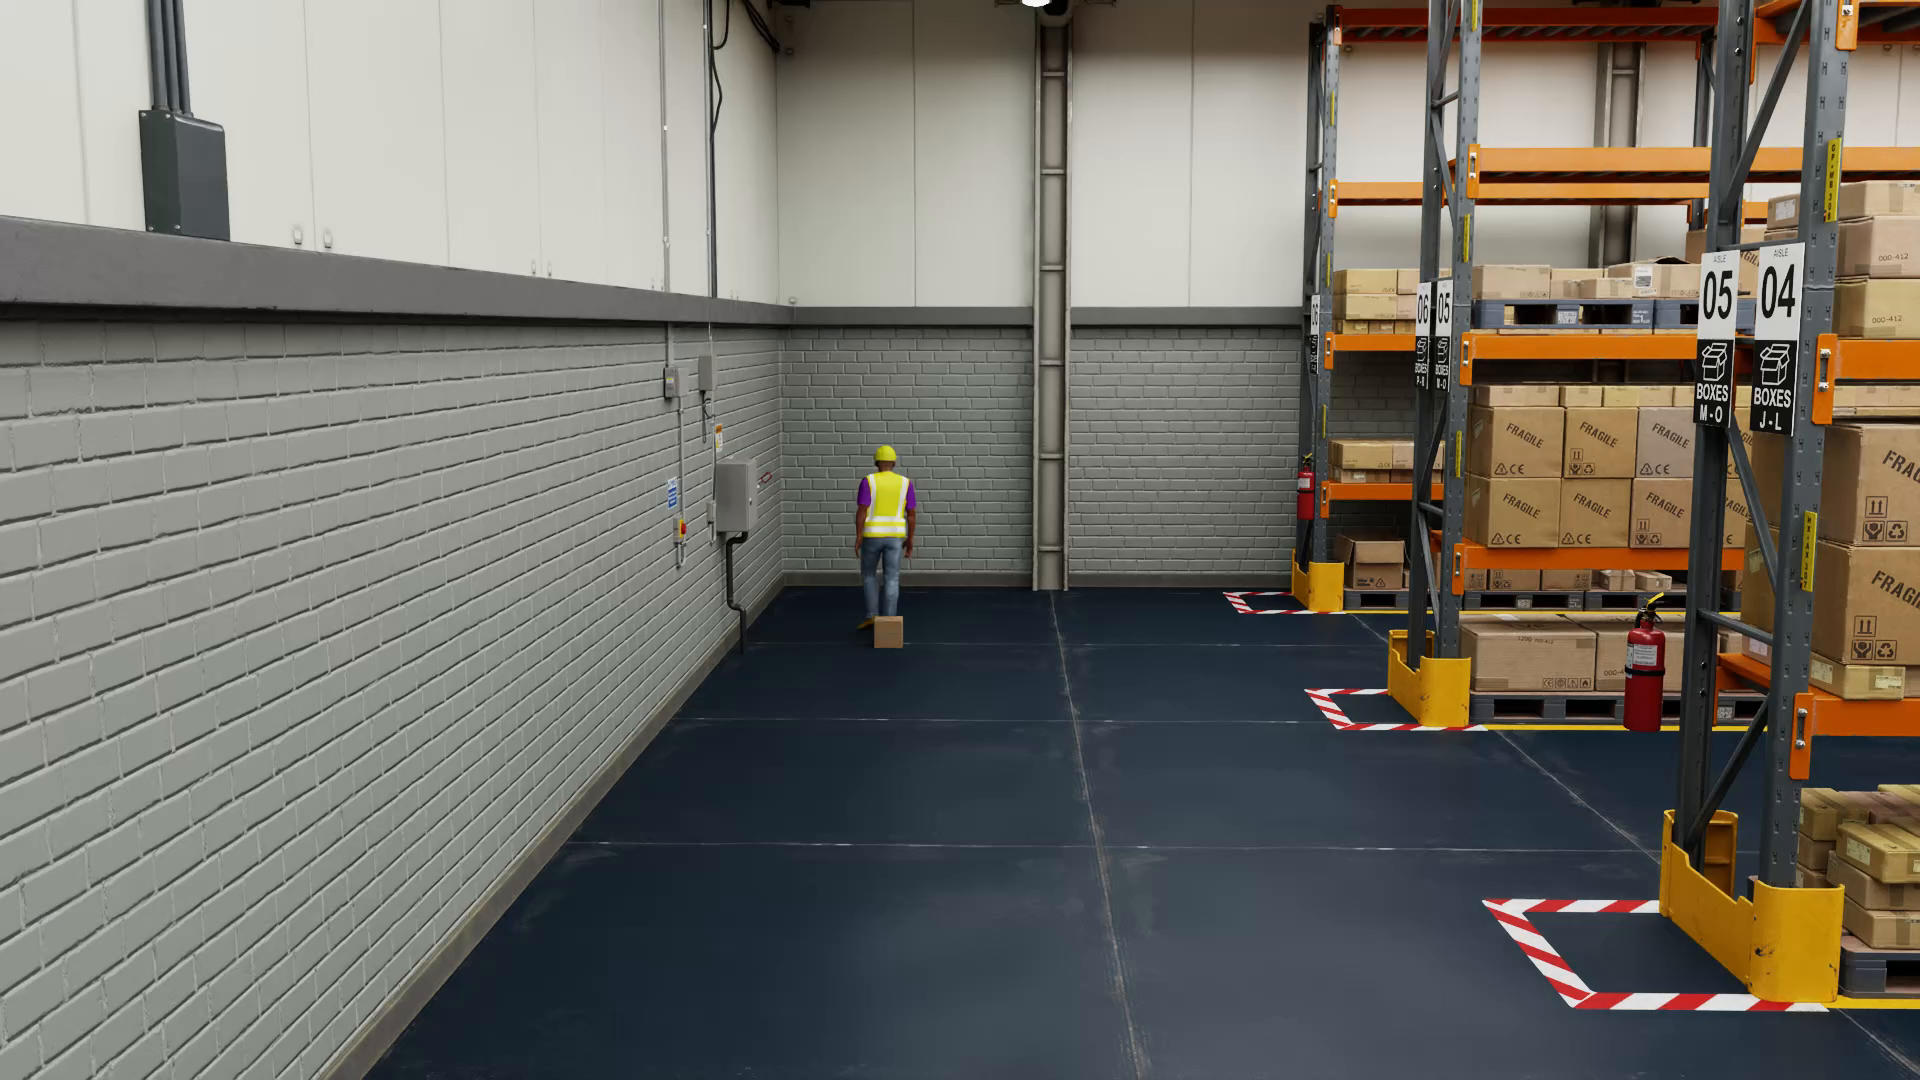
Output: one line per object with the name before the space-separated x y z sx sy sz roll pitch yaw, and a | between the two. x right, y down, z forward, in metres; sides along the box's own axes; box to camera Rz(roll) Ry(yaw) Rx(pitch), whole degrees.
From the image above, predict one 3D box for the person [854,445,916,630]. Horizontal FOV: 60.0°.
person | -0.704 0.008 15.643 0.607 1.785 0.561 -1 7 -10
